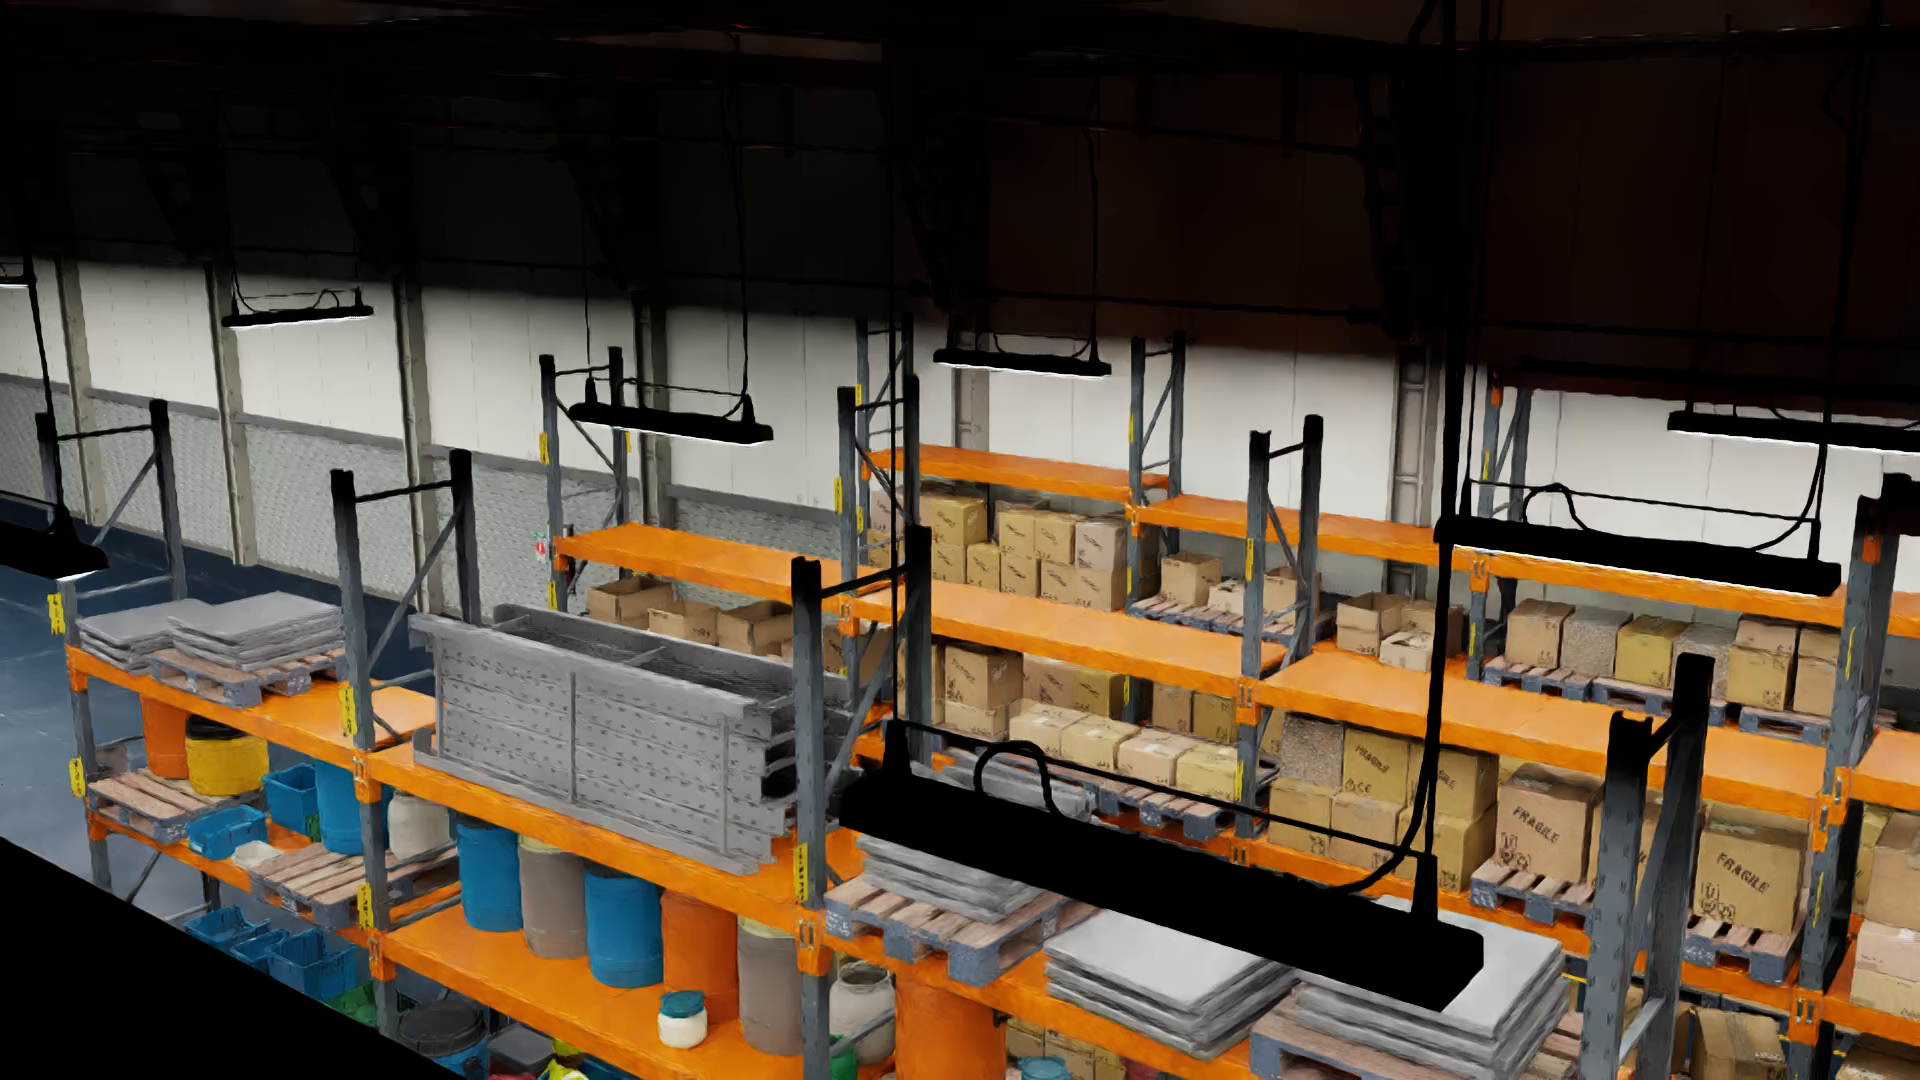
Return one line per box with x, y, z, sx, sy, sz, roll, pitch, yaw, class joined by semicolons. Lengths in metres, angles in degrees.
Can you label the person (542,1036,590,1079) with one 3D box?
-2.720;4.287;11.879;0.579;1.763;0.693;-11;17;-39;person
